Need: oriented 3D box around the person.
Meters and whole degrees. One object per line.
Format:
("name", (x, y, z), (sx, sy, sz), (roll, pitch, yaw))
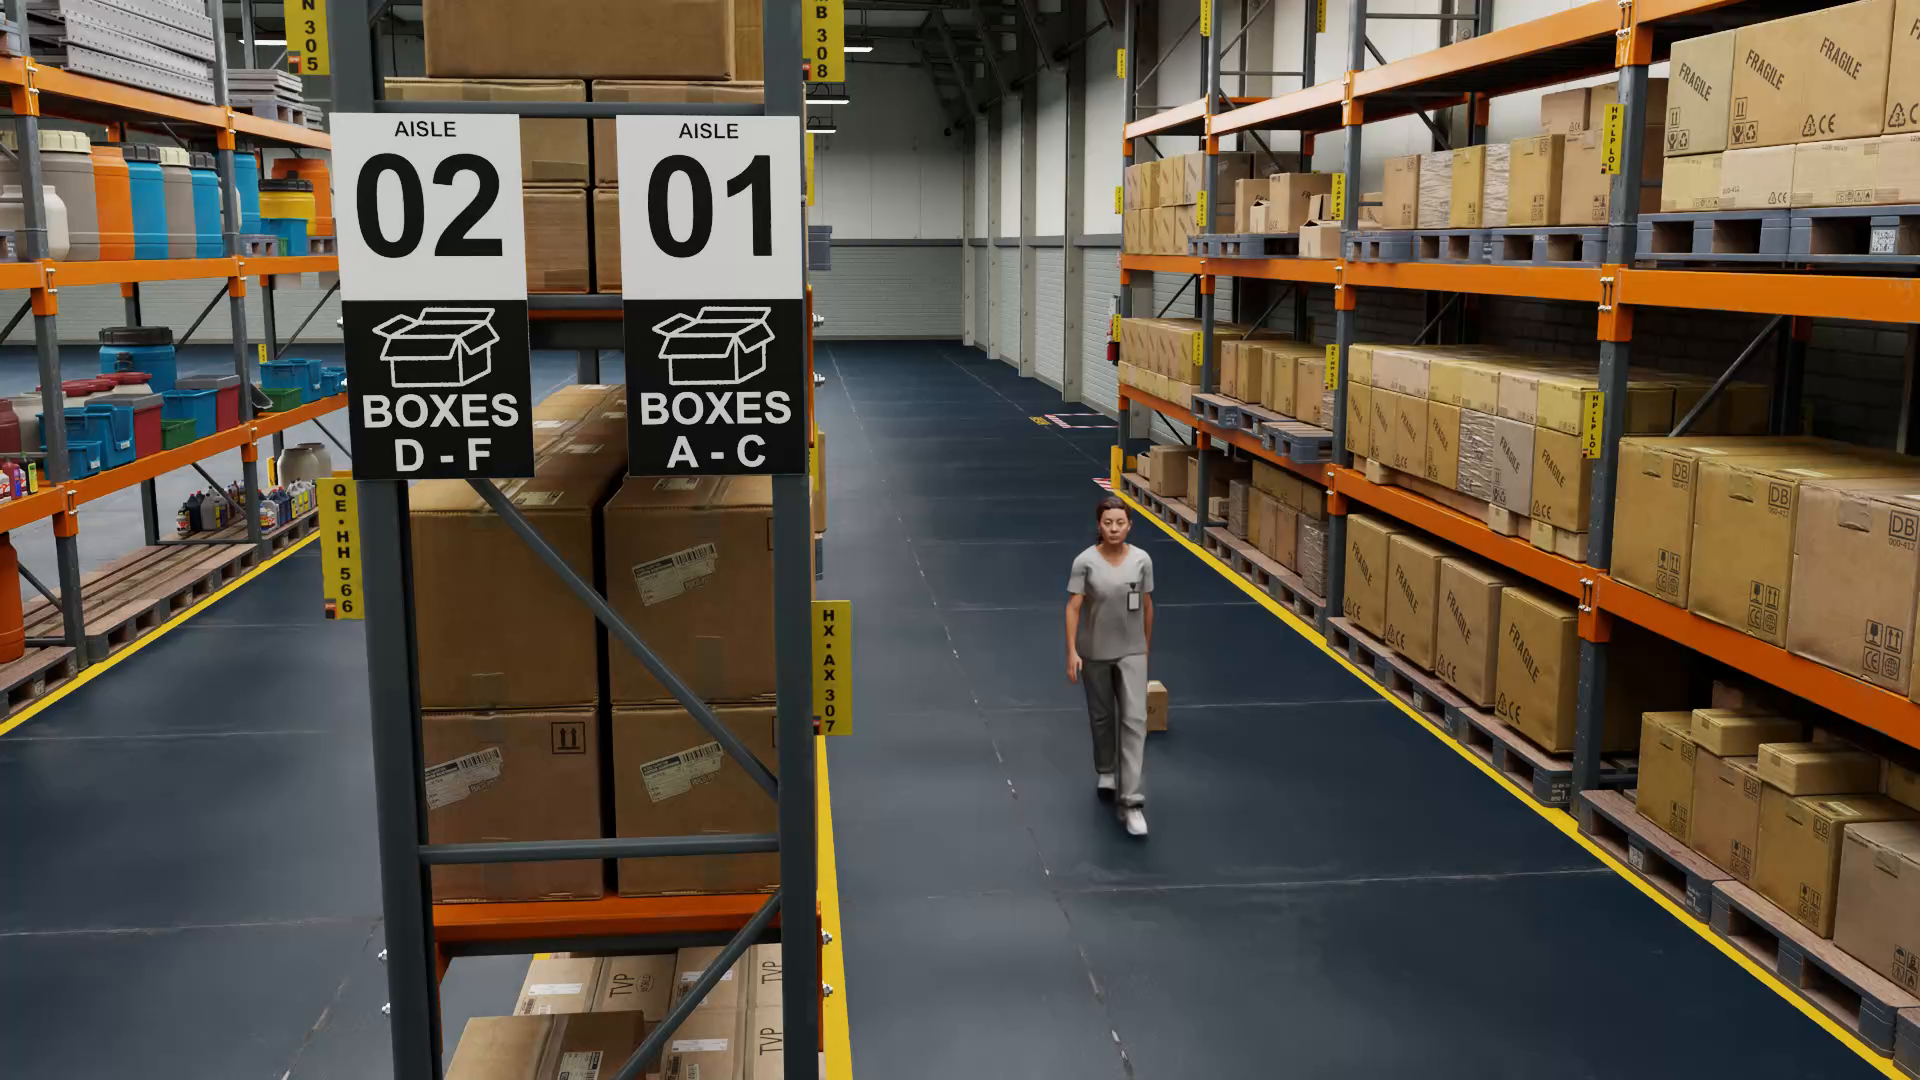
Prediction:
("person", (0.768, 0.590, 8.524), (0.462, 1.616, 0.987), (0, 10, 2))
